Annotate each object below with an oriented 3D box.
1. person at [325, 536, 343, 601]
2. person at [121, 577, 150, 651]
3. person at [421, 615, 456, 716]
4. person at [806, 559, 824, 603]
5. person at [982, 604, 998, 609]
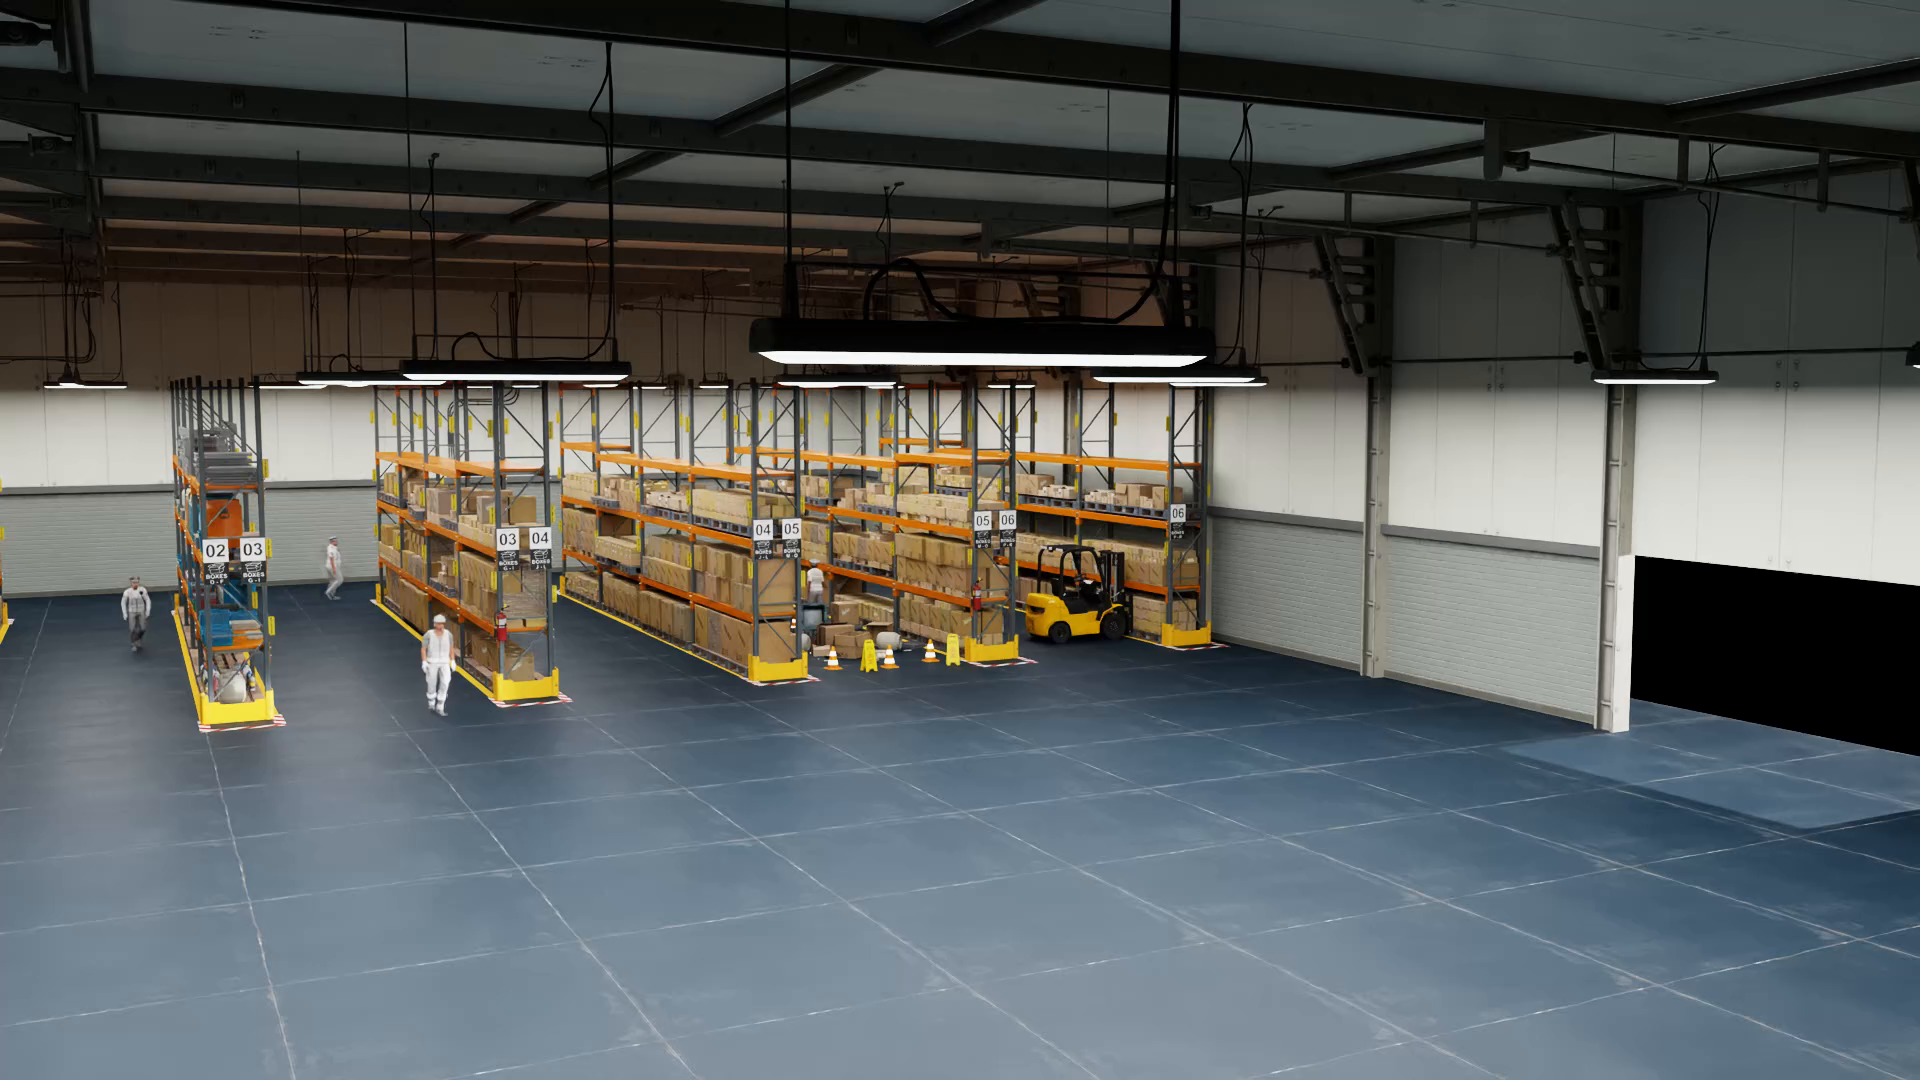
[{"bbox_3d":[-17.236,0.771,45.677,0.477,1.766,0.572,-3,6,-30],"label":"person"},{"bbox_3d":[-18.346,1.618,37.025,0.583,1.660,0.550,-3,6,-29],"label":"person"},{"bbox_3d":[-9.288,2.233,29.641,0.638,1.813,0.659,-3,6,-32],"label":"person"},{"bbox_3d":[-3.513,1.326,40.411,0.496,1.727,0.595,-4,6,-38],"label":"person"},{"bbox_3d":[0.737,1.419,40.112,0.543,1.493,0.755,-2,6,-24],"label":"person"}]
